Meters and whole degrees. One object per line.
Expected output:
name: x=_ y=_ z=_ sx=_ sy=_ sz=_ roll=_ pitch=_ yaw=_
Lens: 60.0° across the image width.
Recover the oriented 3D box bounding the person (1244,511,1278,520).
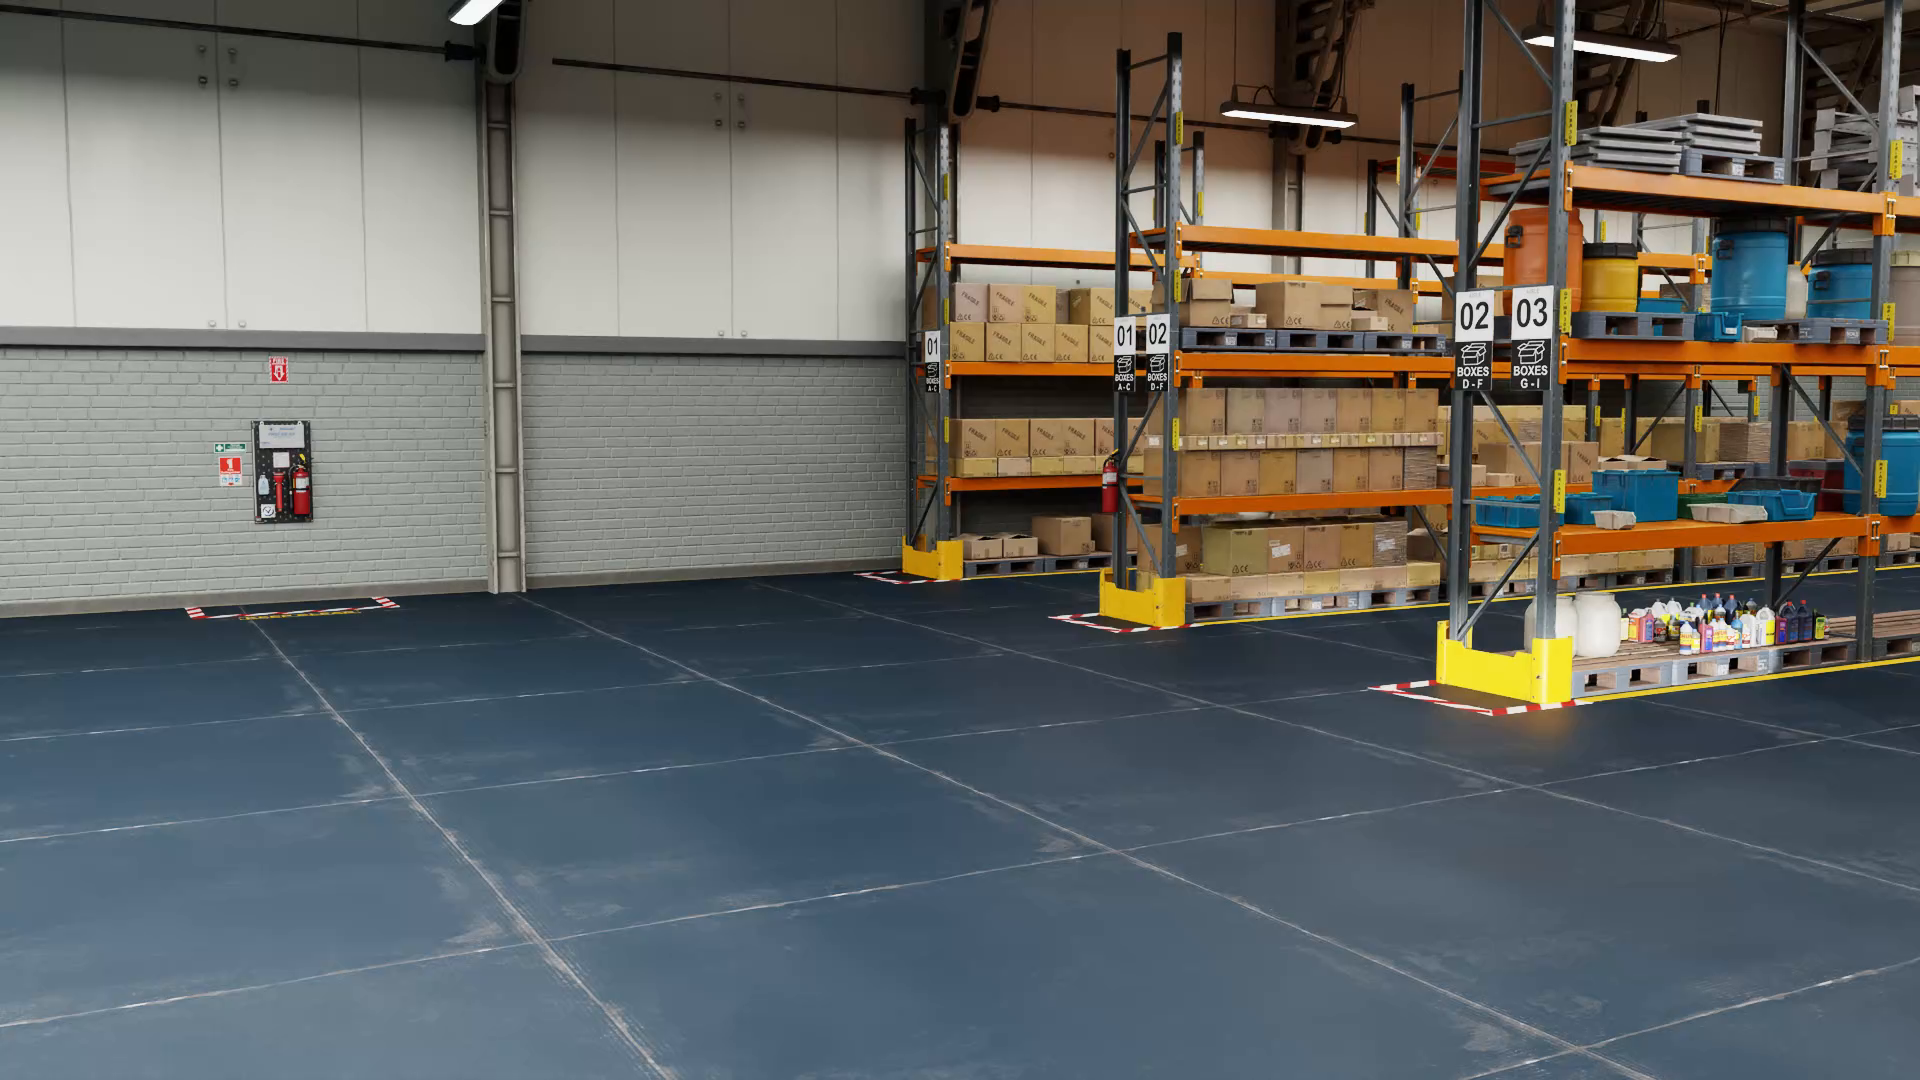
person: x=3.662 y=-0.303 z=20.356 sx=0.622 sy=1.776 sz=0.556 roll=-3 pitch=6 yaw=-30
